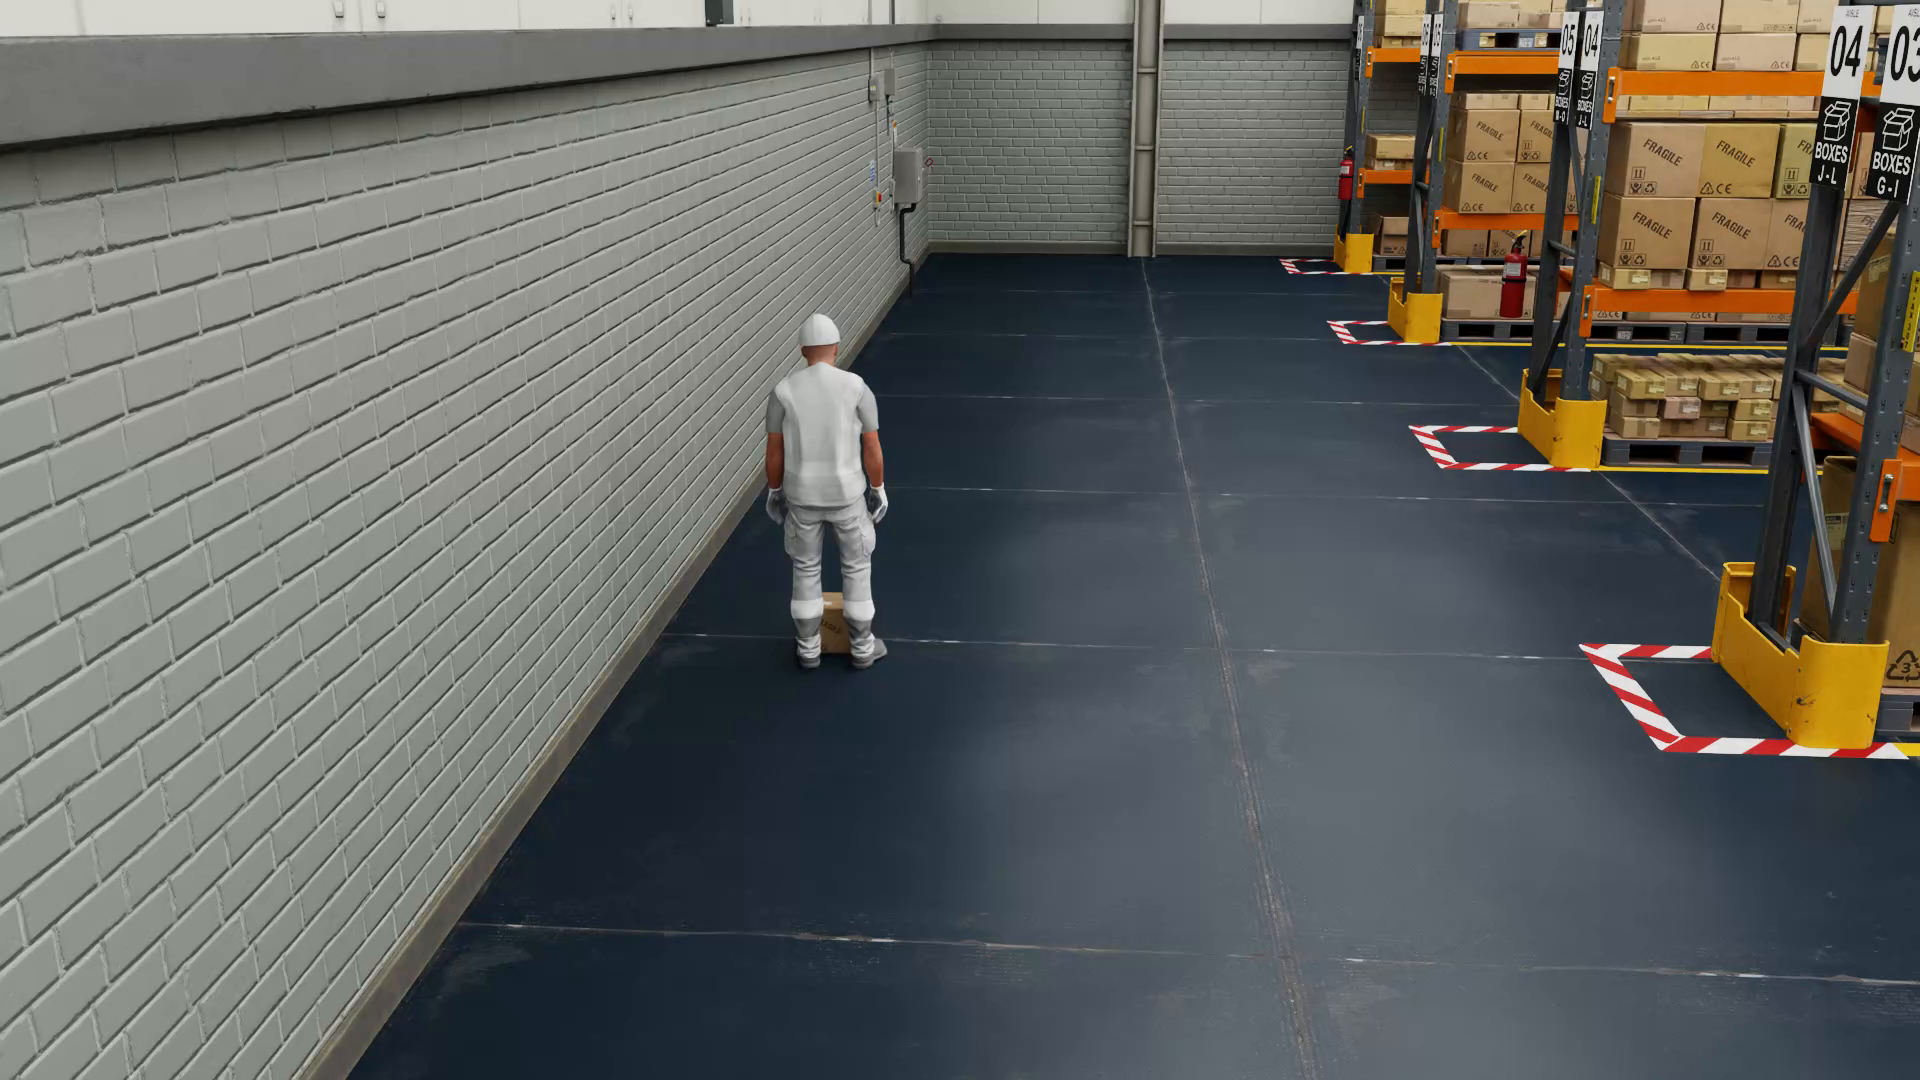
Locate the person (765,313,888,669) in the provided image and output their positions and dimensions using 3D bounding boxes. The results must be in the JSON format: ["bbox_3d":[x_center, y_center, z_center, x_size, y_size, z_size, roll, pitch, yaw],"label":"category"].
[{"bbox_3d":[-0.662,-0.227,8.254,0.606,1.777,0.454,0,17,2],"label":"person"}]
